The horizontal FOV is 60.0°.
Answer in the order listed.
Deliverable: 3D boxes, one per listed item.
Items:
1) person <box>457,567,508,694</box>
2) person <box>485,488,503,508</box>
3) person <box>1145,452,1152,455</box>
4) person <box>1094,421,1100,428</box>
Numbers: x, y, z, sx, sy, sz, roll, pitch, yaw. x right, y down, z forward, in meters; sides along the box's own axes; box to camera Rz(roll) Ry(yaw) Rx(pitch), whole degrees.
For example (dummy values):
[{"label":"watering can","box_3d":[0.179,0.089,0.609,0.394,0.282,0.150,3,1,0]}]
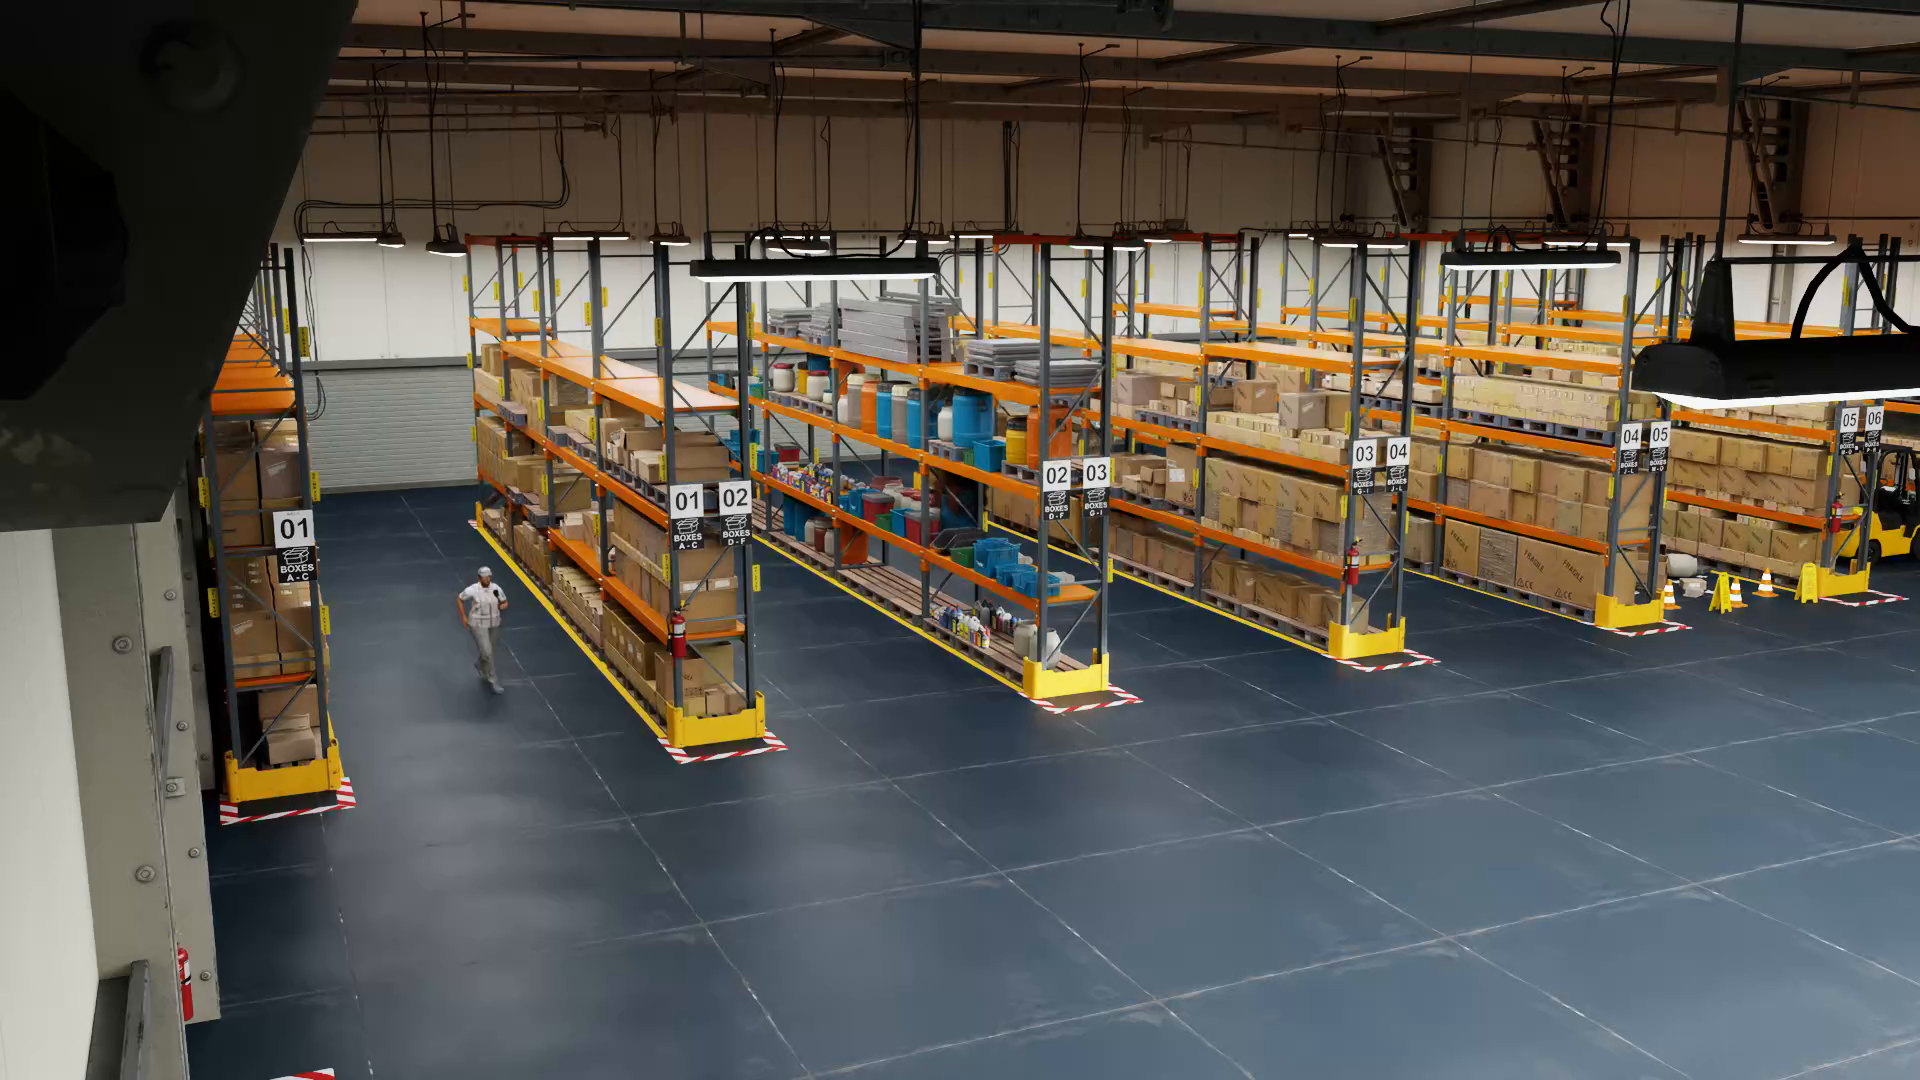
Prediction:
[{"label":"person","box_3d":[-6.448,1.178,22.592,0.891,1.689,0.591,11,15,44]},{"label":"person","box_3d":[-9.851,-1.357,35.638,0.840,1.738,0.671,-2,11,-10]},{"label":"person","box_3d":[3.899,-1.029,34.232,0.551,1.546,0.795,-5,12,-26]},{"label":"person","box_3d":[3.500,-2.511,41.742,0.603,1.653,0.676,0,11,-1]}]
